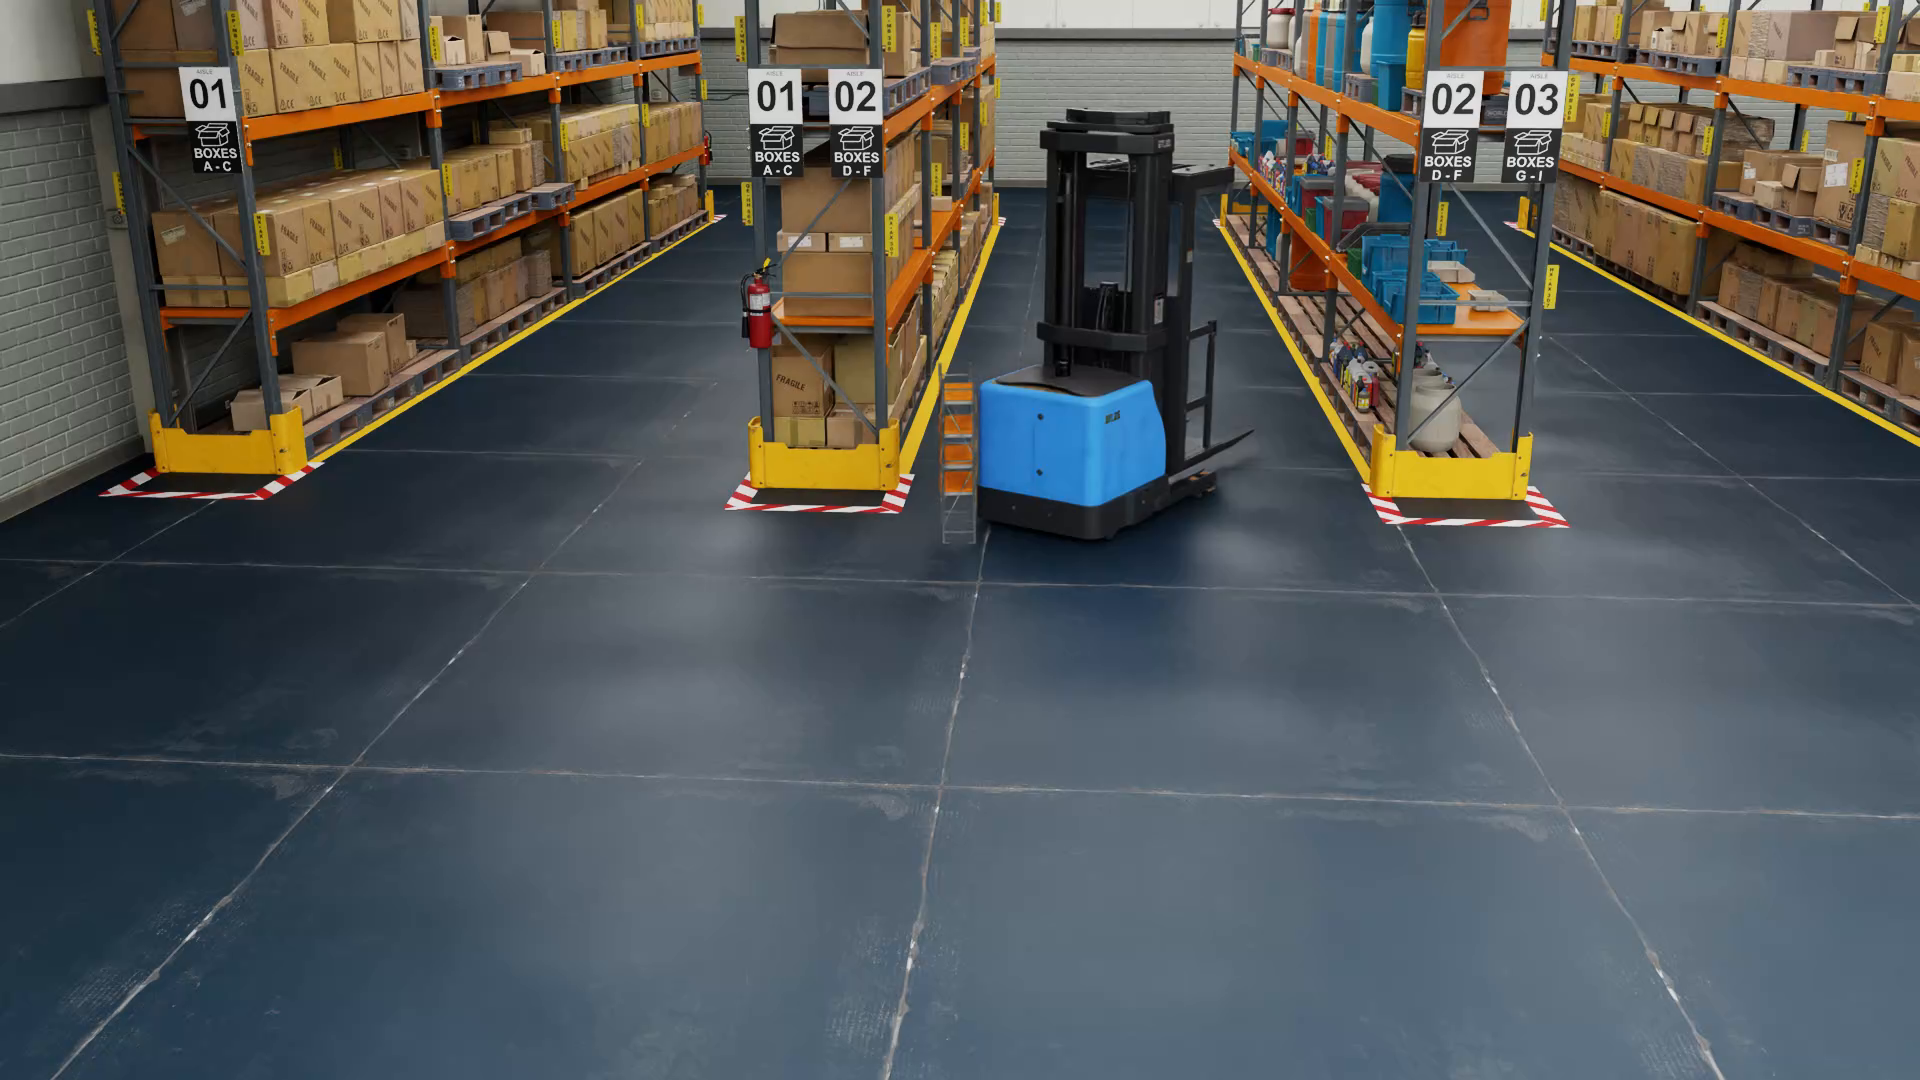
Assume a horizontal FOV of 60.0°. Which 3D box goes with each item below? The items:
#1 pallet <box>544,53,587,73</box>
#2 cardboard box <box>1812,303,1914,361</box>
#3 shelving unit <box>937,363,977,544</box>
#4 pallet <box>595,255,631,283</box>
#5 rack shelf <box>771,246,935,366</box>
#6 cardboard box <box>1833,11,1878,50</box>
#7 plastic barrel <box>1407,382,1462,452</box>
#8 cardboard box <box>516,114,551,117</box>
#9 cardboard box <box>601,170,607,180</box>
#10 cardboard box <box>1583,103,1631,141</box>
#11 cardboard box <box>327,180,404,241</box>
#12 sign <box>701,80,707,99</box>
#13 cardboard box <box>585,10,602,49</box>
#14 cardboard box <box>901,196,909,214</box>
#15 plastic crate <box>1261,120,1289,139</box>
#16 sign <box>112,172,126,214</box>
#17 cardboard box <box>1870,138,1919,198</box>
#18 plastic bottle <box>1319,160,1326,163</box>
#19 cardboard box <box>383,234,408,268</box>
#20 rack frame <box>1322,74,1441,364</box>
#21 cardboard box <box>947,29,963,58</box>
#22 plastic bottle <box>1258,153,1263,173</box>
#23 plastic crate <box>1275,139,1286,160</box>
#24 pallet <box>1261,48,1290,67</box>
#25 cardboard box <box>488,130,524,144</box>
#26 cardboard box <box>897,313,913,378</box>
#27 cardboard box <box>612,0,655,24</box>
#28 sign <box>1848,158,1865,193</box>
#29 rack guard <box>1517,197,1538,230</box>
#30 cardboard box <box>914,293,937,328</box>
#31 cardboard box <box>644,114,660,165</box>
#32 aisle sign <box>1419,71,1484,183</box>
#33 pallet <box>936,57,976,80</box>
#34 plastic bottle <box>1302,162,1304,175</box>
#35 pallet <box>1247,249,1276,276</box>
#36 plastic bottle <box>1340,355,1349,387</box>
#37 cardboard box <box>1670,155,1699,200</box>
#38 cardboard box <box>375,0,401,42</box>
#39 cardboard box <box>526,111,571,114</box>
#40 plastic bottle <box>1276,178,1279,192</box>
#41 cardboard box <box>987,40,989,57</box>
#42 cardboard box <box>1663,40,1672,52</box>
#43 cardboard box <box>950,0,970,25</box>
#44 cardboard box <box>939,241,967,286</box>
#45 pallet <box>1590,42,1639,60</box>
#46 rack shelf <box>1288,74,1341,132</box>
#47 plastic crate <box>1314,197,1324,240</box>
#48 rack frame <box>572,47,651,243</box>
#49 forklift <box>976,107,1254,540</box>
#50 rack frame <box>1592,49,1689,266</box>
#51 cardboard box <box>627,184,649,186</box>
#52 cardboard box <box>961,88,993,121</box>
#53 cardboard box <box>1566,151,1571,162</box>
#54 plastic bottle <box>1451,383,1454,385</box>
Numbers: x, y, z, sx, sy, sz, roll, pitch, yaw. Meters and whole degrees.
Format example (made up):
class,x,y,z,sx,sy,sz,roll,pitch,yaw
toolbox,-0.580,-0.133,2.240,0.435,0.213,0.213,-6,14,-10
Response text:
class,x,y,z,sx,sy,sz,roll,pitch,yaw
pallet,-5.449,-6.018,20.959,1.213,0.211,1.003,2,18,6
cardboard box,9.158,-2.119,16.880,0.700,0.500,0.500,0,18,0
shelving unit,-0.020,-0.624,11.898,0.258,1.200,0.503,-1,18,-3
pallet,-5.220,-3.777,23.112,1.003,0.211,1.213,1,18,4
rack shelf,-0.931,-2.167,14.874,1.077,0.370,4.000,1,18,4
cardboard box,9.518,-5.394,17.785,0.500,0.500,0.500,2,18,5
plastic barrel,3.837,-0.999,13.476,0.421,0.512,0.421,0,18,0
cardboard box,-5.588,-5.503,22.025,0.500,0.250,0.500,1,18,3
cardboard box,-5.063,-5.027,22.818,0.380,0.149,0.250,2,18,6
cardboard box,9.473,-6.123,24.350,0.500,0.500,0.500,1,18,4
cardboard box,-5.531,-3.069,15.475,0.500,0.500,0.500,1,18,2
sign,-4.328,-7.612,28.098,0.100,0.325,0.005,1,18,4
cardboard box,-5.303,-6.961,22.664,0.700,0.500,0.500,1,18,3
cardboard box,-0.668,-3.080,15.304,0.380,0.149,0.250,1,18,4
plastic crate,5.175,-6.682,27.345,0.616,0.435,0.499,1,18,4
sign,-6.568,-2.716,13.027,0.100,0.325,0.005,1,18,4
cardboard box,8.807,-3.437,15.352,0.500,0.500,0.500,1,18,4
plastic bottle,4.958,-5.044,22.698,0.152,0.276,0.135,1,18,4
cardboard box,-5.525,-2.712,15.592,0.500,0.250,0.500,1,18,4
rack frame,4.153,-3.018,16.316,1.000,3.000,0.127,1,18,4
cardboard box,-0.429,-6.301,21.358,0.910,0.500,0.500,1,18,4
plastic bottle,4.274,-5.343,23.599,0.061,0.283,0.133,1,18,4
plastic crate,5.019,-5.945,25.343,0.437,0.282,0.530,1,18,4
pallet,4.767,-6.593,22.712,1.213,0.211,1.003,1,18,4
cardboard box,-5.445,-4.838,19.962,0.380,0.149,0.250,-2,18,-5
cardboard box,-0.704,-1.764,15.027,0.500,0.500,0.500,1,18,4
cardboard box,-4.825,-7.897,24.589,0.500,0.500,0.500,1,18,3
sign,8.539,-3.469,15.833,0.100,0.325,0.005,1,18,4
rack guard,9.955,-5.454,27.765,1.175,0.500,0.348,1,18,4
cardboard box,-0.510,-2.412,17.307,0.500,0.311,0.500,1,18,4
cardboard box,-5.100,-6.034,25.040,0.980,0.700,0.700,2,18,5
aisle sign,3.564,-2.995,12.072,0.394,0.787,0.004,1,18,4
pallet,-0.460,-5.495,19.362,1.213,0.211,1.003,2,18,6
plastic bottle,4.895,-5.276,23.525,0.097,0.201,0.097,0,18,0
pallet,4.629,-3.939,23.605,1.003,0.211,1.213,1,18,4
plastic bottle,3.614,-1.586,15.601,0.061,0.283,0.133,2,18,6
cardboard box,9.209,-4.511,20.711,0.500,0.500,0.500,1,18,3
cardboard box,-5.523,-4.864,15.333,0.500,0.500,0.500,2,18,7
cardboard box,-5.552,-5.661,22.508,0.500,0.250,0.500,1,18,3
plastic bottle,4.128,-4.590,21.431,0.097,0.201,0.097,0,18,0
cardboard box,0.177,-7.580,25.662,0.500,0.250,0.500,1,18,4
cardboard box,9.410,-6.439,21.667,0.380,0.149,0.250,1,18,2
cardboard box,-0.217,-7.714,24.065,0.700,0.500,0.500,1,18,4
cardboard box,-0.183,-3.528,21.181,0.500,0.500,0.500,2,18,6
pallet,9.736,-7.029,23.883,1.003,0.211,1.213,1,18,4
rack shelf,4.296,-4.723,17.857,1.077,0.370,4.000,1,18,4
plastic crate,3.921,-3.360,17.385,0.392,0.384,0.575,1,18,4
rack frame,-5.155,-5.724,24.574,1.000,3.000,0.127,1,18,4
forklift,1.366,-1.795,12.693,1.130,2.935,3.031,12,22,32
rack frame,9.666,-5.392,23.562,1.000,3.000,0.127,1,18,4
cardboard box,-5.135,-5.557,26.363,0.380,0.149,0.250,1,18,4
cardboard box,0.247,-6.917,26.449,0.500,0.500,0.500,2,18,5
cardboard box,9.473,-5.853,25.371,0.380,0.149,0.250,2,18,5
plastic bottle,4.307,-1.244,14.578,0.097,0.271,0.097,0,18,0
